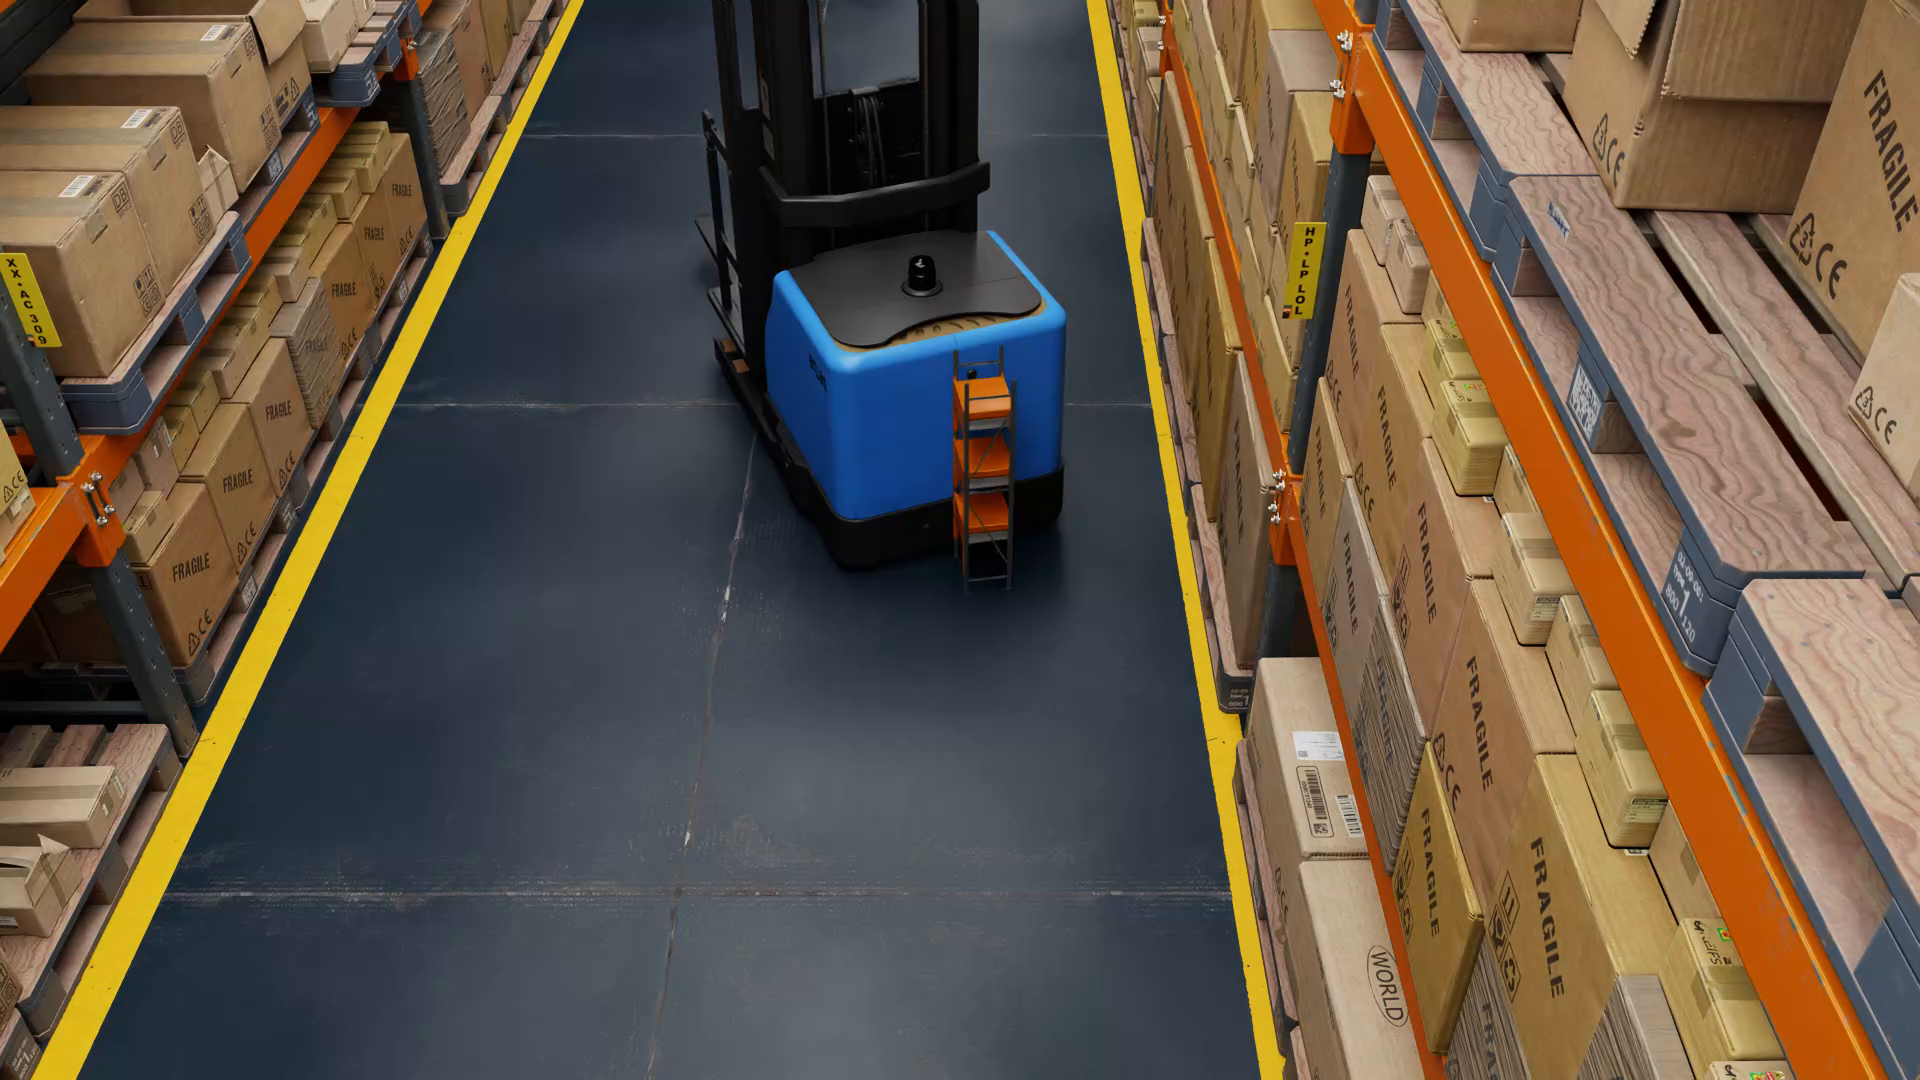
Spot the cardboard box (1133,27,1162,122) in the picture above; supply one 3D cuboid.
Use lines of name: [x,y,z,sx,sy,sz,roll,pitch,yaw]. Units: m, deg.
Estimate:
cardboard box: [1.574,-2.846,10.168,0.950,0.372,0.625,-1,39,-1]

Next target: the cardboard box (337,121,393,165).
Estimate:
cardboard box: [-3.136,-2.020,8.516,0.380,0.149,0.250,-2,39,-2]

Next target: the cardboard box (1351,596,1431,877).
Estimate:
cardboard box: [1.308,0.489,4.161,0.500,0.500,0.500,0,39,0]

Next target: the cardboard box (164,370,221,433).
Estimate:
cardboard box: [-3.223,-0.557,6.690,0.380,0.149,0.250,-1,39,-1]

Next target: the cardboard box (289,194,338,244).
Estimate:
cardboard box: [-3.194,-1.519,7.891,0.380,0.149,0.250,1,39,1]

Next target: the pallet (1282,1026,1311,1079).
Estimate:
pallet: [1.505,1.937,4.664,1.003,0.211,1.213,0,39,0]

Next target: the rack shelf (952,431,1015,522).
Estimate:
rack shelf: [0.094,-0.260,6.752,0.215,0.259,0.240,-6,39,-8]

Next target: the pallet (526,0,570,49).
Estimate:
pallet: [-3.355,-3.839,11.872,1.003,0.211,1.213,0,39,0]

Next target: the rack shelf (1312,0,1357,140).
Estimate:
rack shelf: [1.576,-2.532,6.187,1.077,0.370,4.000,0,39,0]

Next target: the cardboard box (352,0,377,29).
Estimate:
cardboard box: [-3.006,-2.542,7.889,0.380,0.149,0.250,1,39,1]

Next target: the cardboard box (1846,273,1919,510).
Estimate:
cardboard box: [1.631,-0.165,2.314,0.500,0.311,0.500,1,39,1]

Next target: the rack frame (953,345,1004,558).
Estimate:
rack frame: [0.073,-0.343,6.839,0.200,1.050,0.008,-6,39,-8]

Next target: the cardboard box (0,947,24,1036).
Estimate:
cardboard box: [-3.250,1.361,4.816,0.700,0.500,0.500,-1,39,-2]

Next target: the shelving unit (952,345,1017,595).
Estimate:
shelving unit: [0.094,-0.268,6.745,0.215,1.050,0.252,-6,39,-8]

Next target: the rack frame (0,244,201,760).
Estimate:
rack frame: [-3.385,-0.385,5.332,1.000,3.000,0.127,0,39,0]

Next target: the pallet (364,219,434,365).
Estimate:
pallet: [-3.427,-1.332,8.743,1.003,0.211,1.213,0,39,0]

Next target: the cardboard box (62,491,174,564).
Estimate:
cardboard box: [-3.120,-0.052,6.060,0.380,0.149,0.250,2,39,2]

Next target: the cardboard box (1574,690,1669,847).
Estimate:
cardboard box: [1.326,0.406,2.947,0.380,0.149,0.250,1,39,1]

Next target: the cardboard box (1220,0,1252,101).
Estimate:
cardboard box: [1.322,-2.064,6.547,0.500,0.500,0.500,1,39,1]

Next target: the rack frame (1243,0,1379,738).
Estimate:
rack frame: [1.578,-0.391,5.340,1.000,3.000,0.127,0,39,0]

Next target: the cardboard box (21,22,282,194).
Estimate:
cardboard box: [-3.164,-1.706,6.564,0.700,0.500,0.500,0,39,0]

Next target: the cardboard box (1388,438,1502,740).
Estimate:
cardboard box: [1.320,0.114,3.830,0.500,0.500,0.500,1,39,1]

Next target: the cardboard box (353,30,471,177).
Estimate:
cardboard box: [-3.377,-2.514,9.552,0.875,0.625,0.625,1,39,1]

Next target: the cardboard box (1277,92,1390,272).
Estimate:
cardboard box: [1.327,-1.100,5.344,0.500,0.500,0.500,1,39,1]

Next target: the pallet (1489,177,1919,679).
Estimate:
pallet: [1.567,-0.255,2.841,1.003,0.211,1.213,0,39,0]

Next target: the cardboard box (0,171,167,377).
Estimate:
cardboard box: [-3.162,-0.891,5.547,0.700,0.500,0.500,1,39,1]

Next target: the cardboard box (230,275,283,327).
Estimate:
cardboard box: [-3.213,-1.037,7.289,0.380,0.149,0.250,0,39,0]

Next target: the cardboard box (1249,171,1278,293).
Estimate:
cardboard box: [1.327,-1.116,5.964,0.500,0.250,0.500,1,39,1]

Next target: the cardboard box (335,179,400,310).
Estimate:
cardboard box: [-3.185,-1.498,8.384,0.500,0.500,0.500,-1,39,-1]

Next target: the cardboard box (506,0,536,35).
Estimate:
cardboard box: [-3.390,-3.814,11.174,0.875,0.625,0.625,0,39,0]

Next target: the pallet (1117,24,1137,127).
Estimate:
pallet: [1.576,-3.054,10.892,1.003,0.211,1.213,0,39,0]

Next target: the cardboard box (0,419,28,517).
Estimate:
cardboard box: [-3.141,-0.125,4.889,0.500,0.250,0.500,1,39,1]

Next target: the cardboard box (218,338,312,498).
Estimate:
cardboard box: [-3.168,-0.522,7.165,0.500,0.500,0.500,-1,39,-1]

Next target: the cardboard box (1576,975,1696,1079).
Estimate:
cardboard box: [1.314,1.053,2.658,0.500,0.500,0.500,0,39,0]

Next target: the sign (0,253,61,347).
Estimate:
sign: [-2.843,-0.728,5.068,0.100,0.325,0.005,0,39,0]

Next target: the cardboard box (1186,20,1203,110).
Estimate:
cardboard box: [1.341,-2.207,7.725,0.500,0.250,0.500,-1,39,-1]

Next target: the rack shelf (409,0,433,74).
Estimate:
rack shelf: [-3.392,-3.857,10.239,1.077,0.370,4.000,0,39,0]

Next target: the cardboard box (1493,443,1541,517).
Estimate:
cardboard box: [1.371,-0.077,3.550,0.380,0.149,0.250,0,39,0]

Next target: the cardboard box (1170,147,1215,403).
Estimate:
cardboard box: [1.488,-1.238,7.759,0.875,0.875,0.875,0,39,1]

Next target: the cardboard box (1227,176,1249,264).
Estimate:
cardboard box: [1.345,-1.247,6.528,0.500,0.250,0.500,-1,39,-1]

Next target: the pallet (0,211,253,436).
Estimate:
pallet: [-3.277,-0.810,6.016,1.003,0.211,1.213,0,39,0]

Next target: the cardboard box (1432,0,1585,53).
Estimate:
cardboard box: [1.369,-1.436,3.749,0.500,0.500,0.500,1,39,1]

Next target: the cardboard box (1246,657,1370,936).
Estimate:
cardboard box: [1.472,0.837,5.520,0.875,0.438,0.875,-1,39,-1]

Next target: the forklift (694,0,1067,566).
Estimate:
forklift: [-0.573,-1.956,7.347,1.130,2.935,3.031,-14,41,-17]

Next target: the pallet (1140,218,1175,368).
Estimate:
pallet: [1.499,-1.312,8.718,1.003,0.211,1.213,0,39,0]

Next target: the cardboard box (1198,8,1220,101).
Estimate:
cardboard box: [1.315,-2.077,7.164,0.500,0.250,0.500,0,39,0]

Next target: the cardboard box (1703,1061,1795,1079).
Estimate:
cardboard box: [1.273,0.883,2.351,0.380,0.149,0.250,0,39,0]

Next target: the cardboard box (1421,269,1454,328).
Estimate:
cardboard box: [1.378,-0.556,4.147,0.380,0.149,0.250,0,39,-1]
